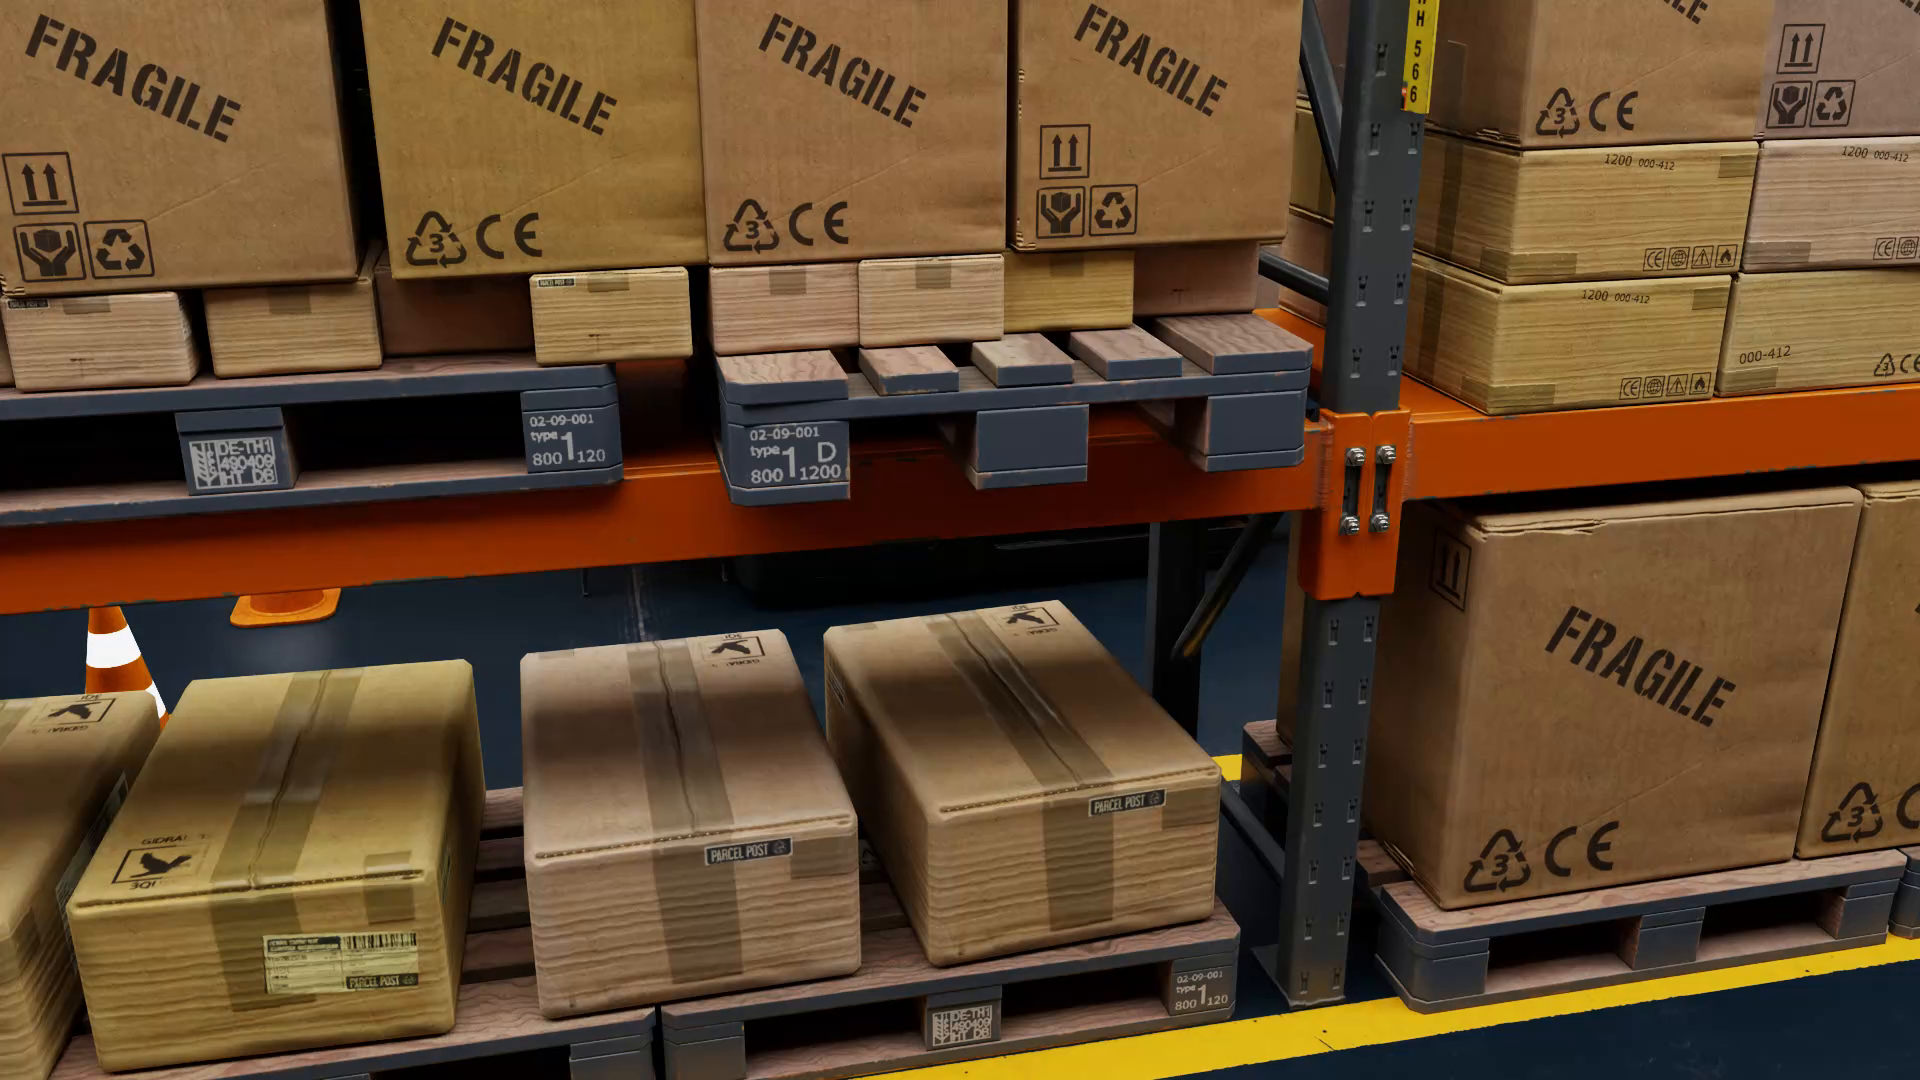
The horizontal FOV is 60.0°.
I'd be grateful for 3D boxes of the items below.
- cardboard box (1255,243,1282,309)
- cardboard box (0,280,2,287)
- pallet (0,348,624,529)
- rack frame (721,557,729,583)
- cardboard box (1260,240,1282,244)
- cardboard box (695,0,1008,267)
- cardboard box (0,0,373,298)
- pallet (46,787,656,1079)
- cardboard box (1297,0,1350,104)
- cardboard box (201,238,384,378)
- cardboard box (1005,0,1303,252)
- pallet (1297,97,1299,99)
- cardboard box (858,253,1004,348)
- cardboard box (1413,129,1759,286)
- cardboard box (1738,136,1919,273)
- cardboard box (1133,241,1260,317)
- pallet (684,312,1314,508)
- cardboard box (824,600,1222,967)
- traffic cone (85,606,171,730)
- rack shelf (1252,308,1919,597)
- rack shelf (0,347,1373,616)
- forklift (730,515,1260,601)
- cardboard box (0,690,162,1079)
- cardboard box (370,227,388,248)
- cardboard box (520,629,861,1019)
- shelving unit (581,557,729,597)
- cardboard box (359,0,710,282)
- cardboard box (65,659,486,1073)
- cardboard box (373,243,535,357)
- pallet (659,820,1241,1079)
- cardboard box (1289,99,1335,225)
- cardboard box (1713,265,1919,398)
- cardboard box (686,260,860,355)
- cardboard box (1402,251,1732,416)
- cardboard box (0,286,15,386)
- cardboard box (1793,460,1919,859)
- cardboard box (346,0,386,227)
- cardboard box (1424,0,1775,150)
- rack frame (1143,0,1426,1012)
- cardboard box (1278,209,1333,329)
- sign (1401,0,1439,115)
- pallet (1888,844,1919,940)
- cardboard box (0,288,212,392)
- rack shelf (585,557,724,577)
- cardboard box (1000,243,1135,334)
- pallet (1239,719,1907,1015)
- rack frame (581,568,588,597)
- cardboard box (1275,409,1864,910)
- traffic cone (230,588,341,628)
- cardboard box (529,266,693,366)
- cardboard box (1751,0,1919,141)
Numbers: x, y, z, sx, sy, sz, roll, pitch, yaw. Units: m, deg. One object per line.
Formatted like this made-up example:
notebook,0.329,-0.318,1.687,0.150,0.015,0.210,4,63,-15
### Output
cardboard box,1.647,-1.338,8.629,0.500,0.500,0.500,-5,21,-14
cardboard box,-1.745,-0.654,2.551,0.500,0.500,0.500,-5,21,-13
pallet,-1.263,-0.311,3.081,1.213,0.211,1.003,-5,21,-12
rack frame,-0.881,-0.899,5.716,0.015,2.100,0.400,-5,21,-14
cardboard box,1.628,-1.686,8.490,0.500,0.250,0.500,-6,21,-15
cardboard box,-0.225,-0.782,2.899,0.500,0.500,0.500,-5,21,-13
cardboard box,-1.247,-0.698,2.672,0.500,0.500,0.500,-6,21,-15
pallet,-1.292,0.895,3.565,1.213,0.211,1.003,-5,21,-12
cardboard box,1.097,-1.216,3.675,0.500,0.500,0.500,-5,21,-14
cardboard box,-1.101,-0.397,2.791,0.250,0.149,0.380,-5,21,-14
cardboard box,0.275,-0.826,3.020,0.500,0.500,0.500,-5,21,-14
pallet,1.333,-2.301,8.513,1.213,0.211,1.003,-5,21,-12
cardboard box,-0.090,-0.465,2.979,0.250,0.149,0.380,-5,21,-13
cardboard box,1.204,-0.693,3.337,0.500,0.250,0.500,-5,21,-13
cardboard box,1.707,-0.734,3.448,0.500,0.250,0.500,-4,21,-11
cardboard box,0.389,-0.546,3.198,0.250,0.149,0.380,-4,20,-10
pallet,-0.015,-0.389,3.295,1.003,0.211,1.213,-5,21,-12
cardboard box,0.102,0.507,3.780,0.625,0.372,0.950,-6,21,-16
traffic cone,-2.354,0.370,4.633,0.334,0.463,0.336,-5,21,-12
rack shelf,2.600,-0.392,4.069,4.000,0.370,1.077,-5,21,-12
rack shelf,-1.292,-0.075,3.205,4.000,0.370,1.077,-5,21,-12
forklift,0.600,-1.433,5.965,3.031,2.935,1.130,-5,21,-14
cardboard box,-2.030,0.682,3.303,0.625,0.372,0.950,-3,20,-9
cardboard box,-1.020,-0.574,3.276,0.250,0.149,0.380,-4,20,-10
cardboard box,-0.615,0.568,3.613,0.625,0.372,0.950,-5,21,-14
shelving unit,-1.117,-0.877,5.656,0.503,2.100,0.431,-5,21,-14
cardboard box,-0.716,-0.741,2.789,0.500,0.500,0.500,-6,21,-16
cardboard box,-1.354,0.626,3.455,0.625,0.372,0.950,-4,20,-11
cardboard box,-0.875,-0.444,2.921,0.250,0.149,0.380,-4,21,-12
pallet,-0.107,0.799,3.825,1.213,0.211,1.003,-5,21,-12
cardboard box,1.067,-0.859,3.790,0.500,0.250,0.500,-5,21,-13
cardboard box,1.684,-0.502,3.542,0.500,0.250,0.500,-5,21,-14
cardboard box,-0.337,-0.448,2.932,0.250,0.149,0.380,-6,21,-15
cardboard box,1.188,-0.455,3.415,0.500,0.250,0.500,-5,21,-13
cardboard box,-1.624,-0.362,2.697,0.250,0.149,0.380,-4,21,-12
cardboard box,2.214,0.133,4.069,0.875,0.875,0.875,-4,21,-12
cardboard box,-1.347,-0.872,3.146,0.500,0.500,0.500,-5,21,-15
cardboard box,1.190,-1.045,3.207,0.500,0.500,0.500,-5,21,-14
rack frame,0.654,-0.571,3.513,0.127,3.000,1.000,-5,21,-12
cardboard box,1.086,-0.628,3.886,0.500,0.250,0.500,-5,21,-14
sign,0.788,-0.897,2.834,0.005,0.325,0.100,-5,21,-12
pallet,2.623,0.605,4.355,1.213,0.211,1.003,-5,21,-12
cardboard box,-1.353,-0.366,2.707,0.250,0.149,0.380,-4,20,-10
rack shelf,-1.117,-0.207,5.901,0.480,0.518,0.431,-5,21,-14
cardboard box,0.145,-0.500,3.074,0.250,0.149,0.380,-4,21,-12
pallet,1.438,0.701,4.094,1.213,0.211,1.003,-5,21,-12
rack frame,-1.352,-0.855,5.595,0.015,2.100,0.400,-5,21,-14
cardboard box,1.345,0.202,3.880,0.875,0.875,0.875,-5,21,-13
traffic cone,-2.302,0.012,5.609,0.334,0.463,0.336,-5,21,-12
cardboard box,-0.602,-0.422,2.860,0.250,0.149,0.380,-4,21,-12
cardboard box,1.671,-1.087,3.323,0.500,0.500,0.500,-5,21,-12
